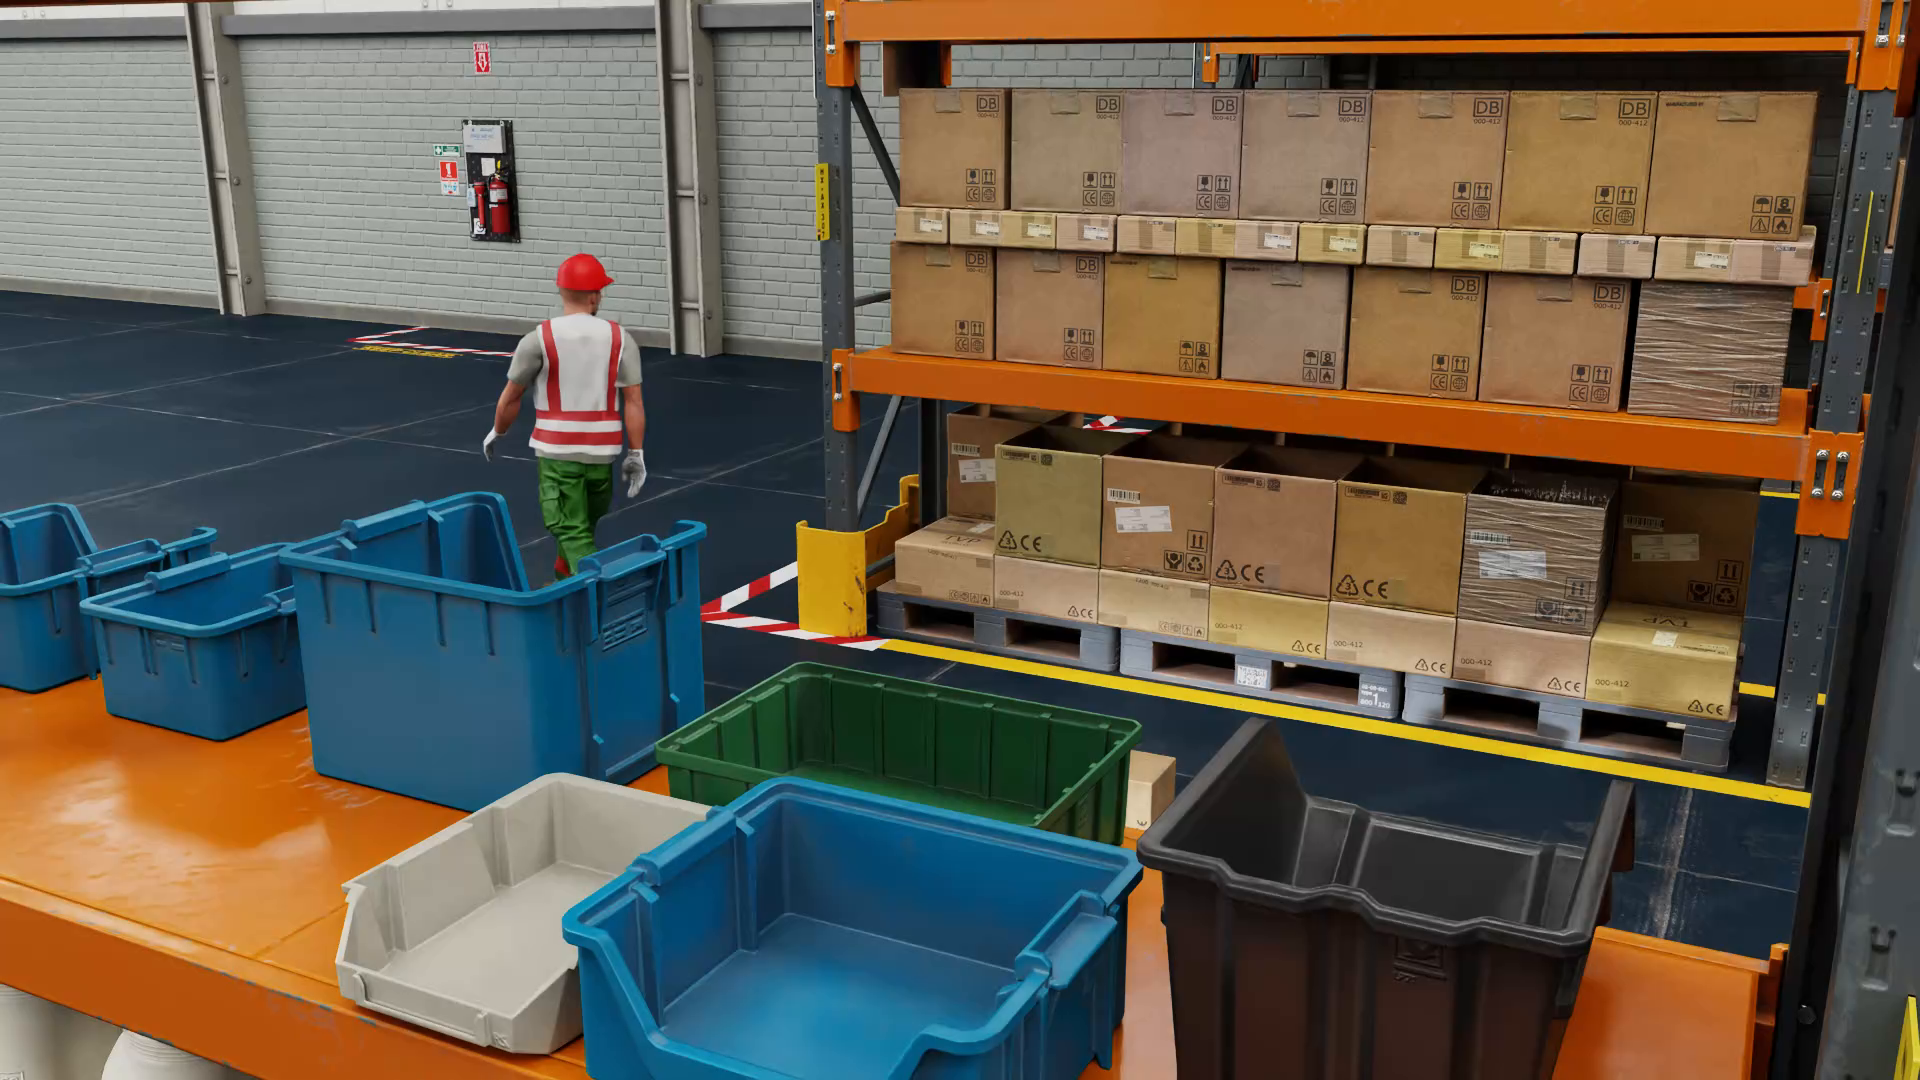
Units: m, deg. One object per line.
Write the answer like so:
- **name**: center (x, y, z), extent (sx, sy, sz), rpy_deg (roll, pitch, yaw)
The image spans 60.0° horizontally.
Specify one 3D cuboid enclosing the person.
- **person**: center (-1.753, -0.400, 7.411), extent (0.615, 1.738, 1.051), rpy_deg (-10, 18, -31)
